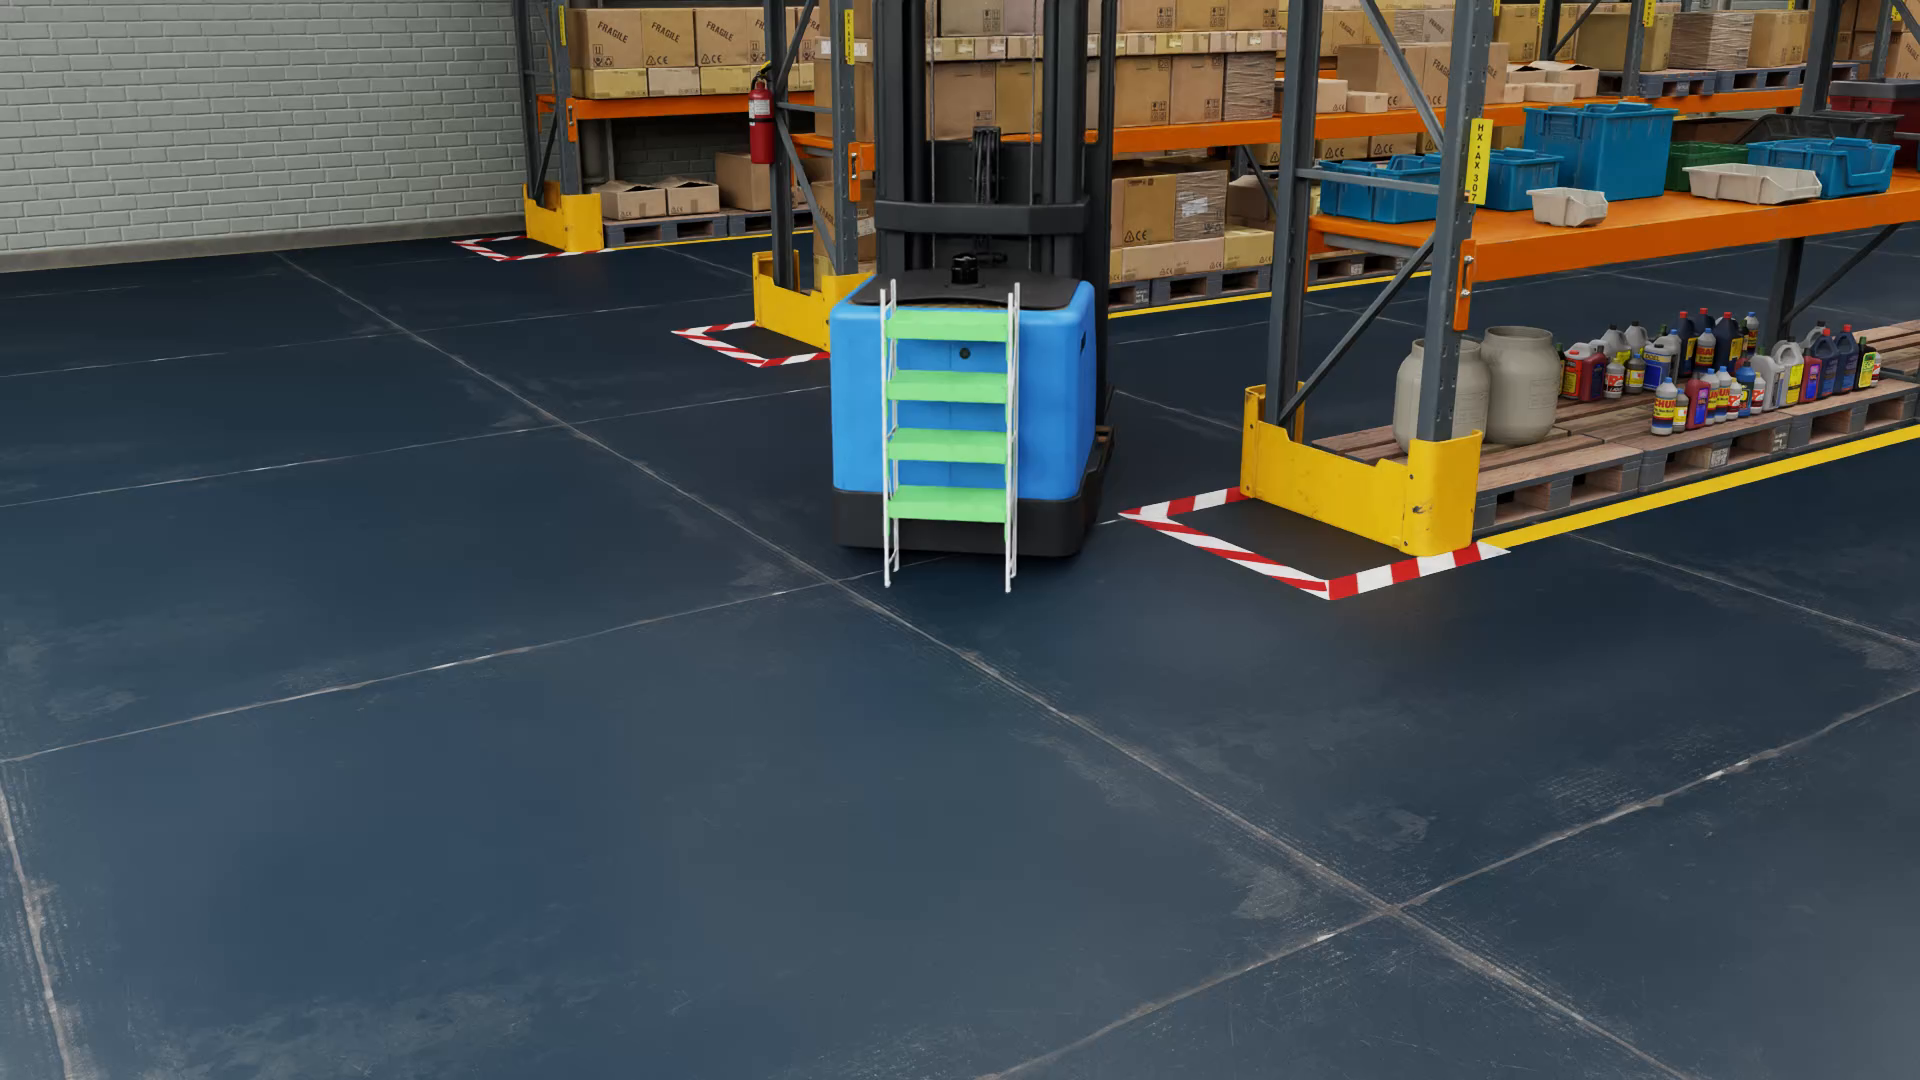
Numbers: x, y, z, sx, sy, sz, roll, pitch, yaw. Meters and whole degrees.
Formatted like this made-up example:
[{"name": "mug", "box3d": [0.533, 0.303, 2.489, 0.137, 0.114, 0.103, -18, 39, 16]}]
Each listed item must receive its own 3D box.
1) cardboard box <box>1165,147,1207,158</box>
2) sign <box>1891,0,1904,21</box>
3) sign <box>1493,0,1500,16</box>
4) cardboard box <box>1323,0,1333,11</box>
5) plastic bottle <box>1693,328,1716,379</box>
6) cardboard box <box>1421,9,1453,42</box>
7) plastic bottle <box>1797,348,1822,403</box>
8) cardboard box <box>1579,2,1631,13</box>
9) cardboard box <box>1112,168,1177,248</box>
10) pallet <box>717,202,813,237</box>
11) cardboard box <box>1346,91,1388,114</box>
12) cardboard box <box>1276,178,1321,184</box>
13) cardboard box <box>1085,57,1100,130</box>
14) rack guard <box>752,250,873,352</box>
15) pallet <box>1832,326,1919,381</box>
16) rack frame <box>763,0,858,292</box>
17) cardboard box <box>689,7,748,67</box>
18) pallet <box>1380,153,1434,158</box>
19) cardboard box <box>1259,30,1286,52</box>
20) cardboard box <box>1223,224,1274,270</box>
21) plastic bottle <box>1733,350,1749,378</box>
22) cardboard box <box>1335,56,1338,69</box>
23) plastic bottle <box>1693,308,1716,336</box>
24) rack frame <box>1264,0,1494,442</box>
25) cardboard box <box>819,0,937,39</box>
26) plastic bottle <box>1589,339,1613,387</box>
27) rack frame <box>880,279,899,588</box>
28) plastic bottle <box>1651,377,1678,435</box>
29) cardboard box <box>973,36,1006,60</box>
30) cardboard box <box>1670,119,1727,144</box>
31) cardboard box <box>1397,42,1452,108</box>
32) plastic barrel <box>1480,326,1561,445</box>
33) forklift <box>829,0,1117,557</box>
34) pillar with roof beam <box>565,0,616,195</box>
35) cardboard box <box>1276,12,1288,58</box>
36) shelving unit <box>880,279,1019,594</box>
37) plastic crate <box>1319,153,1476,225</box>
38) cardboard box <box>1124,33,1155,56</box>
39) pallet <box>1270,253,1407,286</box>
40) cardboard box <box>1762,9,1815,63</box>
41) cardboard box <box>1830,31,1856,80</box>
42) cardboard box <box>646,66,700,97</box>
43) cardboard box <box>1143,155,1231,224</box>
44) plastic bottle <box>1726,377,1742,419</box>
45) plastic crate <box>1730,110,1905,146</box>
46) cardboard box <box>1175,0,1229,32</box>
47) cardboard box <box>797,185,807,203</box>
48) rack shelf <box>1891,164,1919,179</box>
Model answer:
[{"name": "cardboard box", "box3d": [2.394, -4.444, 18.923, 0.500, 0.500, 0.700, -12, 22, -31]}, {"name": "sign", "box3d": [9.343, -5.342, 16.553, 0.005, 0.325, 0.100, -12, 22, -31]}, {"name": "sign", "box3d": [6.614, -6.633, 20.496, 0.005, 0.325, 0.100, -12, 22, -31]}, {"name": "cardboard box", "box3d": [3.936, -6.220, 19.136, 0.500, 0.250, 0.500, -12, 22, -32]}, {"name": "plastic bottle", "box3d": [4.118, -1.033, 9.190, 0.097, 0.271, 0.097, 0, 19, 0]}, {"name": "cardboard box", "box3d": [5.640, -6.222, 20.313, 0.500, 0.500, 0.500, -12, 22, -31]}, {"name": "plastic bottle", "box3d": [4.422, -0.864, 8.670, 0.133, 0.283, 0.061, -10, 21, -28]}, {"name": "cardboard box", "box3d": [8.626, -6.888, 22.468, 0.700, 0.700, 0.980, -12, 22, -32]}, {"name": "cardboard box", "box3d": [1.247, -2.469, 12.332, 0.500, 0.500, 0.500, -12, 22, -31]}, {"name": "pallet", "box3d": [-1.935, -3.191, 16.354, 1.213, 0.211, 1.003, -12, 22, -31]}, {"name": "cardboard box", "box3d": [3.206, -3.514, 13.348, 0.250, 0.149, 0.380, -12, 22, -31]}, {"name": "cardboard box", "box3d": [2.965, -2.935, 14.005, 0.500, 0.311, 0.500, -11, 22, -30]}, {"name": "cardboard box", "box3d": [0.701, -3.227, 11.950, 0.500, 0.500, 0.700, -11, 22, -30]}, {"name": "rack guard", "box3d": [-1.007, -1.639, 11.312, 0.348, 0.500, 1.175, -12, 22, -31]}, {"name": "pallet", "box3d": [5.709, -1.034, 9.973, 1.213, 0.211, 1.003, -12, 22, -31]}, {"name": "rack frame", "box3d": [-0.987, -2.827, 10.924, 0.127, 3.000, 1.000, -12, 22, -31]}, {"name": "cardboard box", "box3d": [-2.297, -4.623, 15.267, 0.500, 0.500, 0.500, -13, 22, -33]}, {"name": "pallet", "box3d": [5.704, -4.788, 21.078, 1.213, 0.211, 1.003, -12, 22, -31]}, {"name": "cardboard box", "box3d": [2.244, -3.781, 12.577, 0.250, 0.149, 0.380, -12, 22, -31]}, {"name": "cardboard box", "box3d": [2.086, -2.288, 12.966, 0.500, 0.250, 0.500, -12, 22, -31]}, {"name": "plastic bottle", "box3d": [4.068, -0.847, 8.622, 0.133, 0.283, 0.061, -12, 22, -31]}, {"name": "cardboard box", "box3d": [4.428, -5.681, 19.727, 0.250, 0.149, 0.380, -12, 22, -31]}, {"name": "plastic bottle", "box3d": [4.172, -1.129, 9.348, 0.185, 0.351, 0.144, -11, 22, -30]}, {"name": "rack frame", "box3d": [1.734, -1.502, 7.003, 0.127, 3.000, 1.000, -12, 22, -31]}, {"name": "cardboard box", "box3d": [-0.546, -3.577, 10.961, 0.500, 0.500, 0.700, -12, 22, -31]}, {"name": "plastic bottle", "box3d": [3.368, -0.922, 8.854, 0.135, 0.276, 0.152, -13, 22, -33]}, {"name": "rack frame", "box3d": [-0.277, -0.416, 6.600, 0.015, 1.200, 0.240, 3, 19, 8]}, {"name": "plastic bottle", "box3d": [3.420, -0.654, 8.067, 0.097, 0.271, 0.097, 0, 19, 0]}, {"name": "cardboard box", "box3d": [0.099, -3.328, 11.236, 0.250, 0.149, 0.380, -12, 22, -32]}, {"name": "cardboard box", "box3d": [7.243, -4.036, 16.544, 0.500, 0.250, 0.500, -12, 22, -32]}, {"name": "cardboard box", "box3d": [3.862, -3.891, 13.915, 0.500, 0.500, 0.500, -12, 22, -31]}, {"name": "plastic barrel", "box3d": [2.660, -0.747, 7.999, 0.421, 0.512, 0.421, 0, 19, 0]}, {"name": "forklift", "box3d": [0.190, -1.751, 7.847, 1.130, 2.935, 3.031, 3, 19, 8]}, {"name": "pillar with roof beam", "box3d": [-1.238, -6.197, 11.523, 0.400, 9.000, 9.100, -12, 22, -31]}, {"name": "cardboard box", "box3d": [3.513, -5.776, 18.993, 0.500, 0.500, 0.500, -11, 22, -30]}, {"name": "shelving unit", "box3d": [-0.036, -0.404, 6.567, 0.503, 1.200, 0.258, 3, 19, 8]}, {"name": "plastic crate", "box3d": [1.987, -1.599, 7.524, 0.616, 0.251, 0.499, -12, 22, -31]}, {"name": "cardboard box", "box3d": [1.183, -3.558, 11.916, 0.250, 0.149, 0.380, -11, 22, -30]}, {"name": "pallet", "box3d": [2.947, -2.351, 13.869, 1.213, 0.211, 1.003, -12, 22, -31]}, {"name": "cardboard box", "box3d": [8.516, -5.164, 17.023, 0.700, 0.500, 0.500, 14, 23, 35]}, {"name": "cardboard box", "box3d": [9.311, -5.145, 17.623, 0.500, 0.500, 0.500, -11, 22, -31]}, {"name": "cardboard box", "box3d": [-2.707, -4.186, 15.147, 0.500, 0.250, 0.500, -13, 22, -33]}, {"name": "cardboard box", "box3d": [1.794, -2.785, 13.267, 0.500, 0.500, 0.500, -12, 22, -31]}, {"name": "plastic bottle", "box3d": [3.872, -0.716, 8.361, 0.097, 0.201, 0.097, 0, 19, 0]}, {"name": "plastic crate", "box3d": [4.568, -2.119, 8.925, 0.504, 0.338, 0.767, -12, 22, -31]}, {"name": "cardboard box", "box3d": [1.565, -4.025, 12.284, 0.500, 0.500, 0.700, -12, 22, -32]}, {"name": "cardboard box", "box3d": [-1.721, -3.438, 16.494, 0.250, 0.149, 0.380, -14, 23, -36]}, {"name": "rack shelf", "box3d": [6.745, -2.218, 10.244, 4.000, 0.370, 1.077, -12, 22, -31]}]
